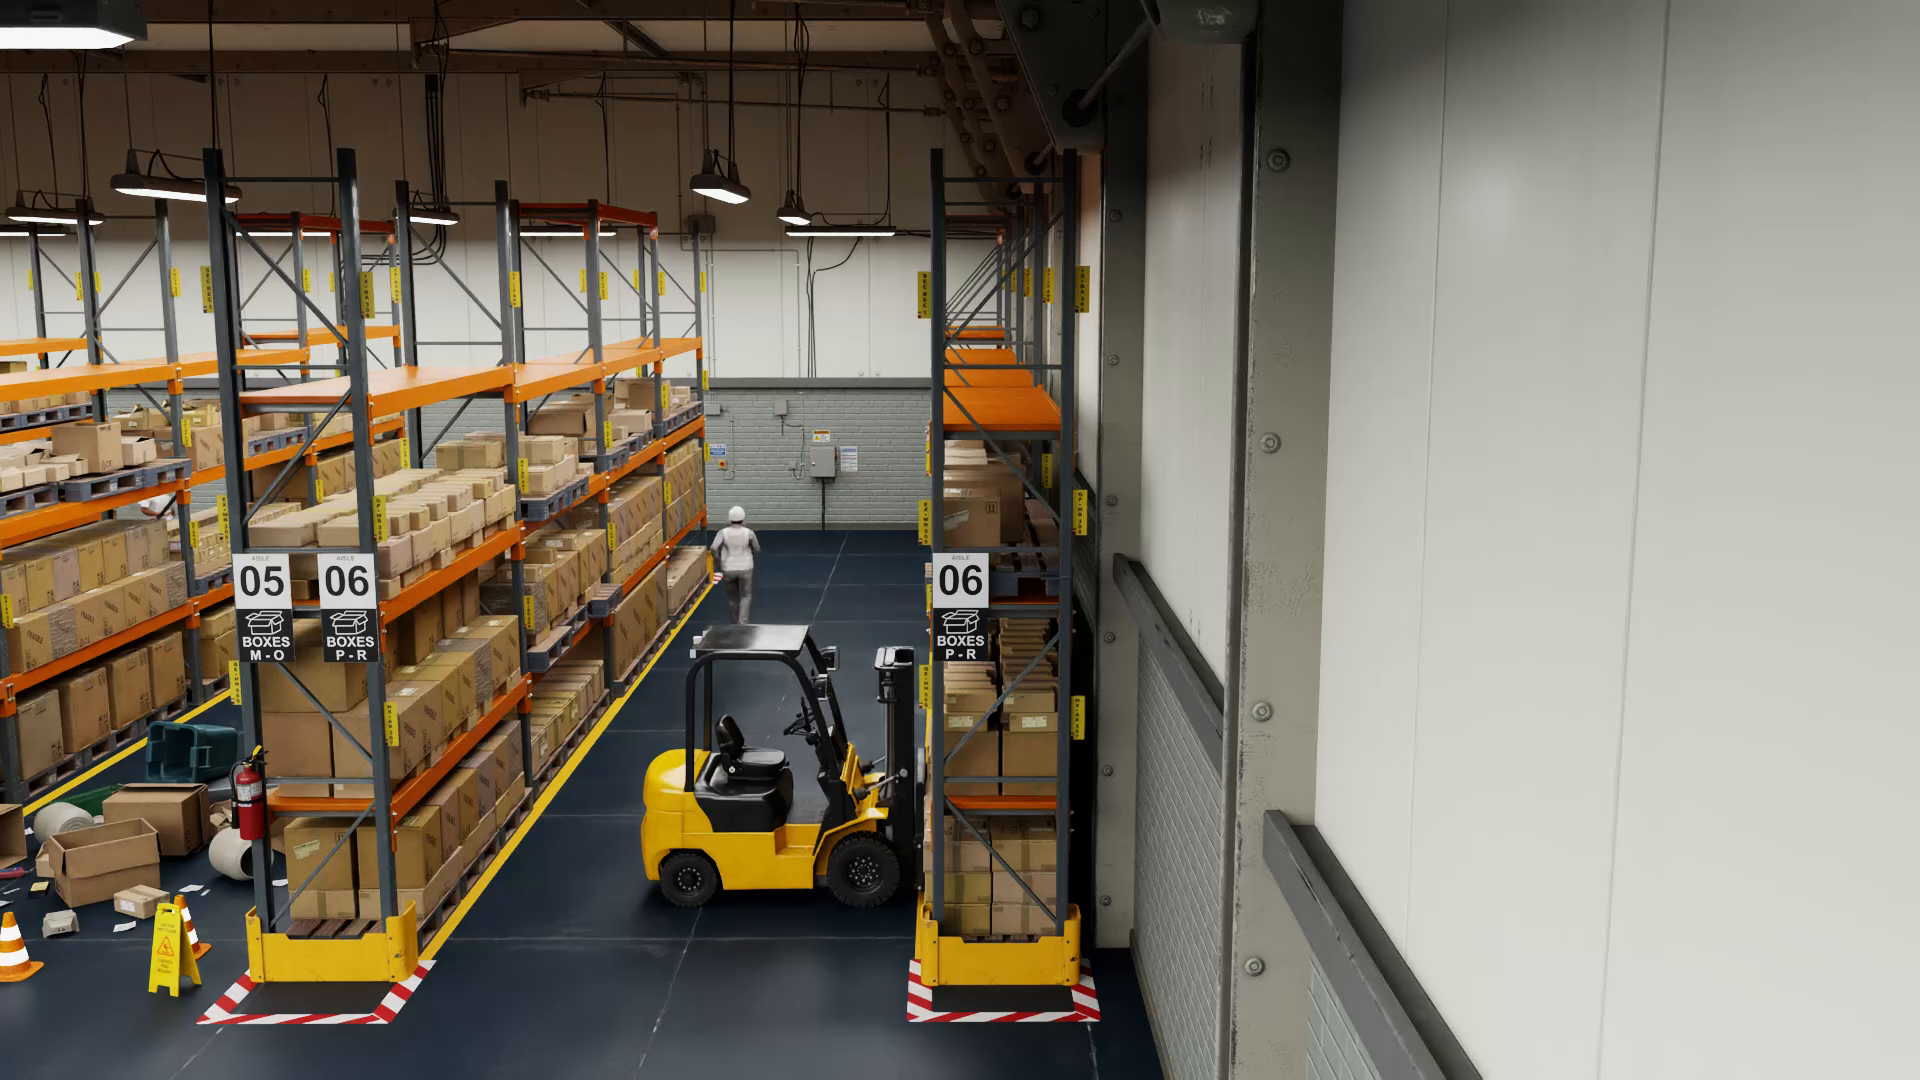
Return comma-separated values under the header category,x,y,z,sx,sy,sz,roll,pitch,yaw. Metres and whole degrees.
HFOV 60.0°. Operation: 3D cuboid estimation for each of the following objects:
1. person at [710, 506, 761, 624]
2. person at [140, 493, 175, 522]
category,x,y,z,sx,sy,sz,roll,pitch,yaw
person,-3.029,0.415,22.556,0.677,1.787,0.842,-1,9,-3
person,-13.776,-0.275,28.662,0.864,1.798,0.697,4,10,24
